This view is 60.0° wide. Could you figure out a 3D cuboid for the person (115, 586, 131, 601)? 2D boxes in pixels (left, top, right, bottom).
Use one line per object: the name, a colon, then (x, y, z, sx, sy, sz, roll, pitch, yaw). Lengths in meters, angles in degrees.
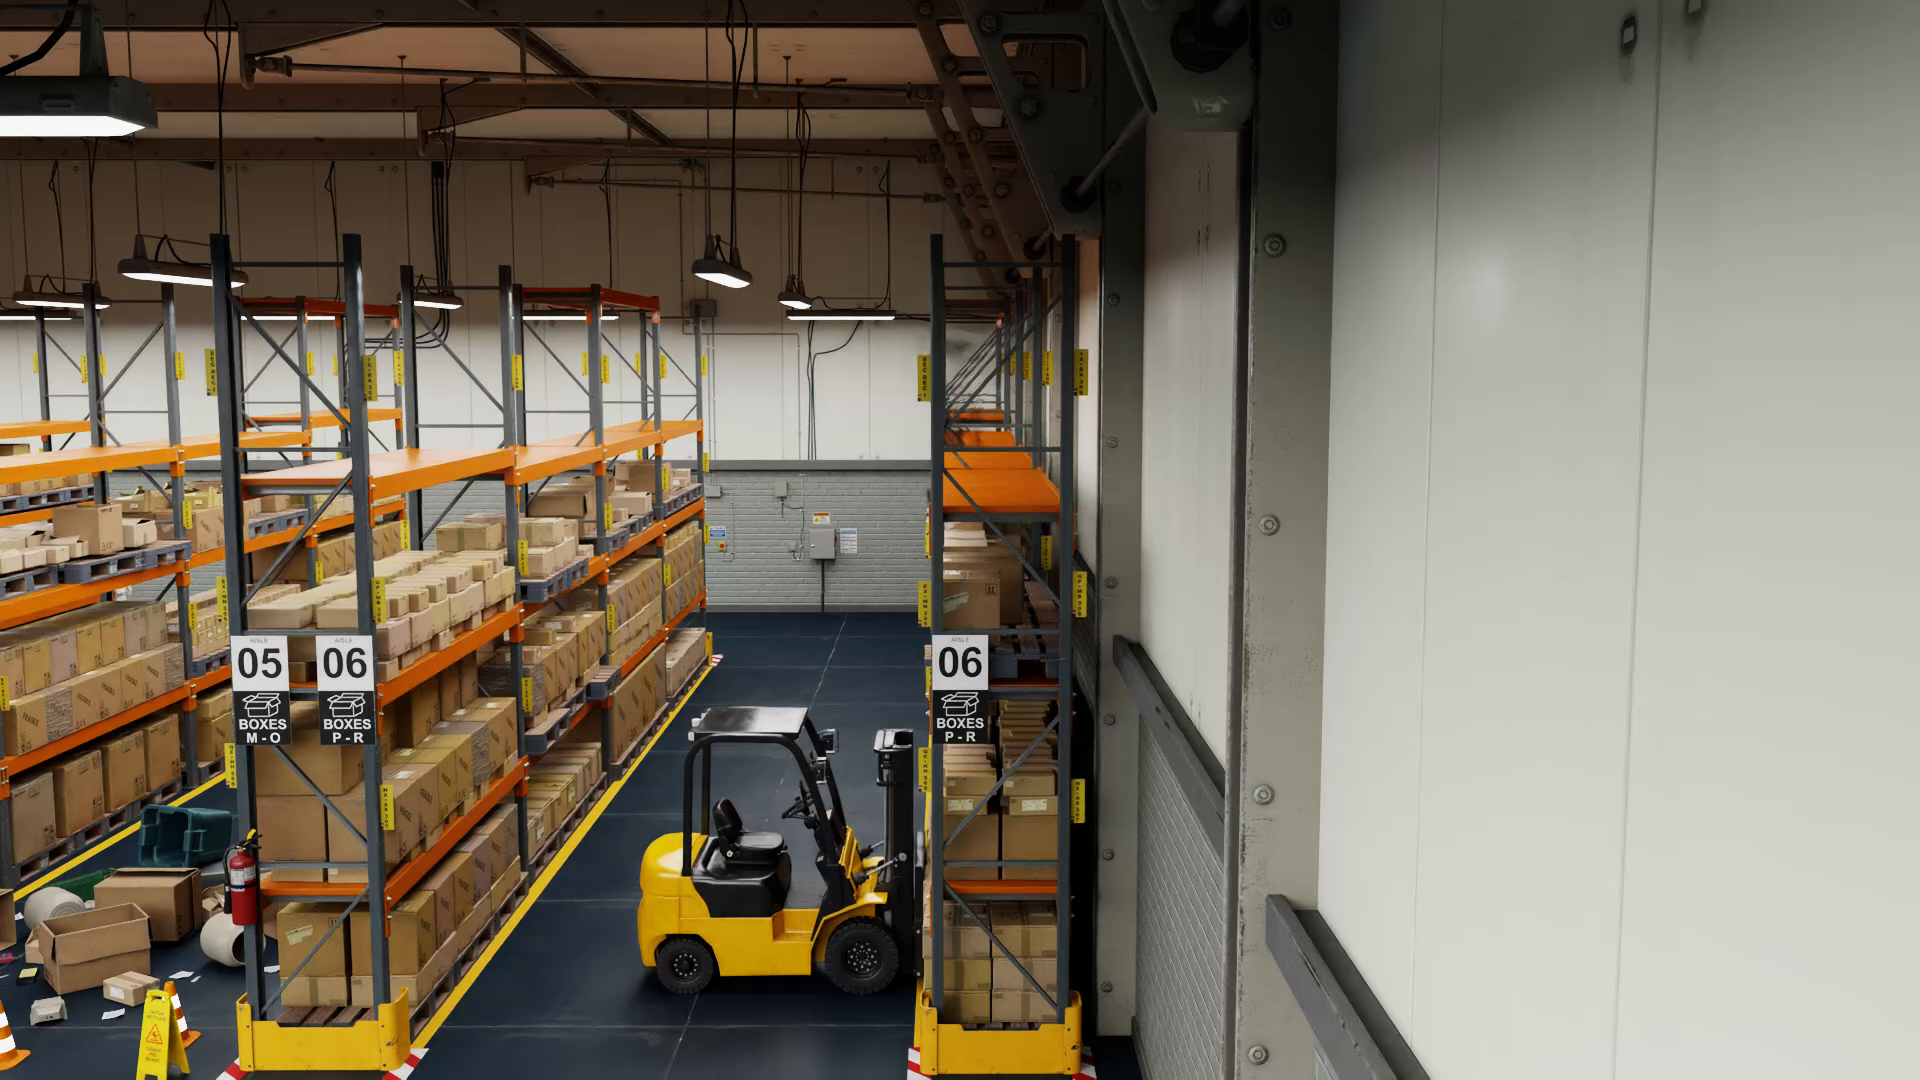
person: (-15.309, 0.982, 30.087, 0.675, 1.748, 0.669, 6, 9, 43)
